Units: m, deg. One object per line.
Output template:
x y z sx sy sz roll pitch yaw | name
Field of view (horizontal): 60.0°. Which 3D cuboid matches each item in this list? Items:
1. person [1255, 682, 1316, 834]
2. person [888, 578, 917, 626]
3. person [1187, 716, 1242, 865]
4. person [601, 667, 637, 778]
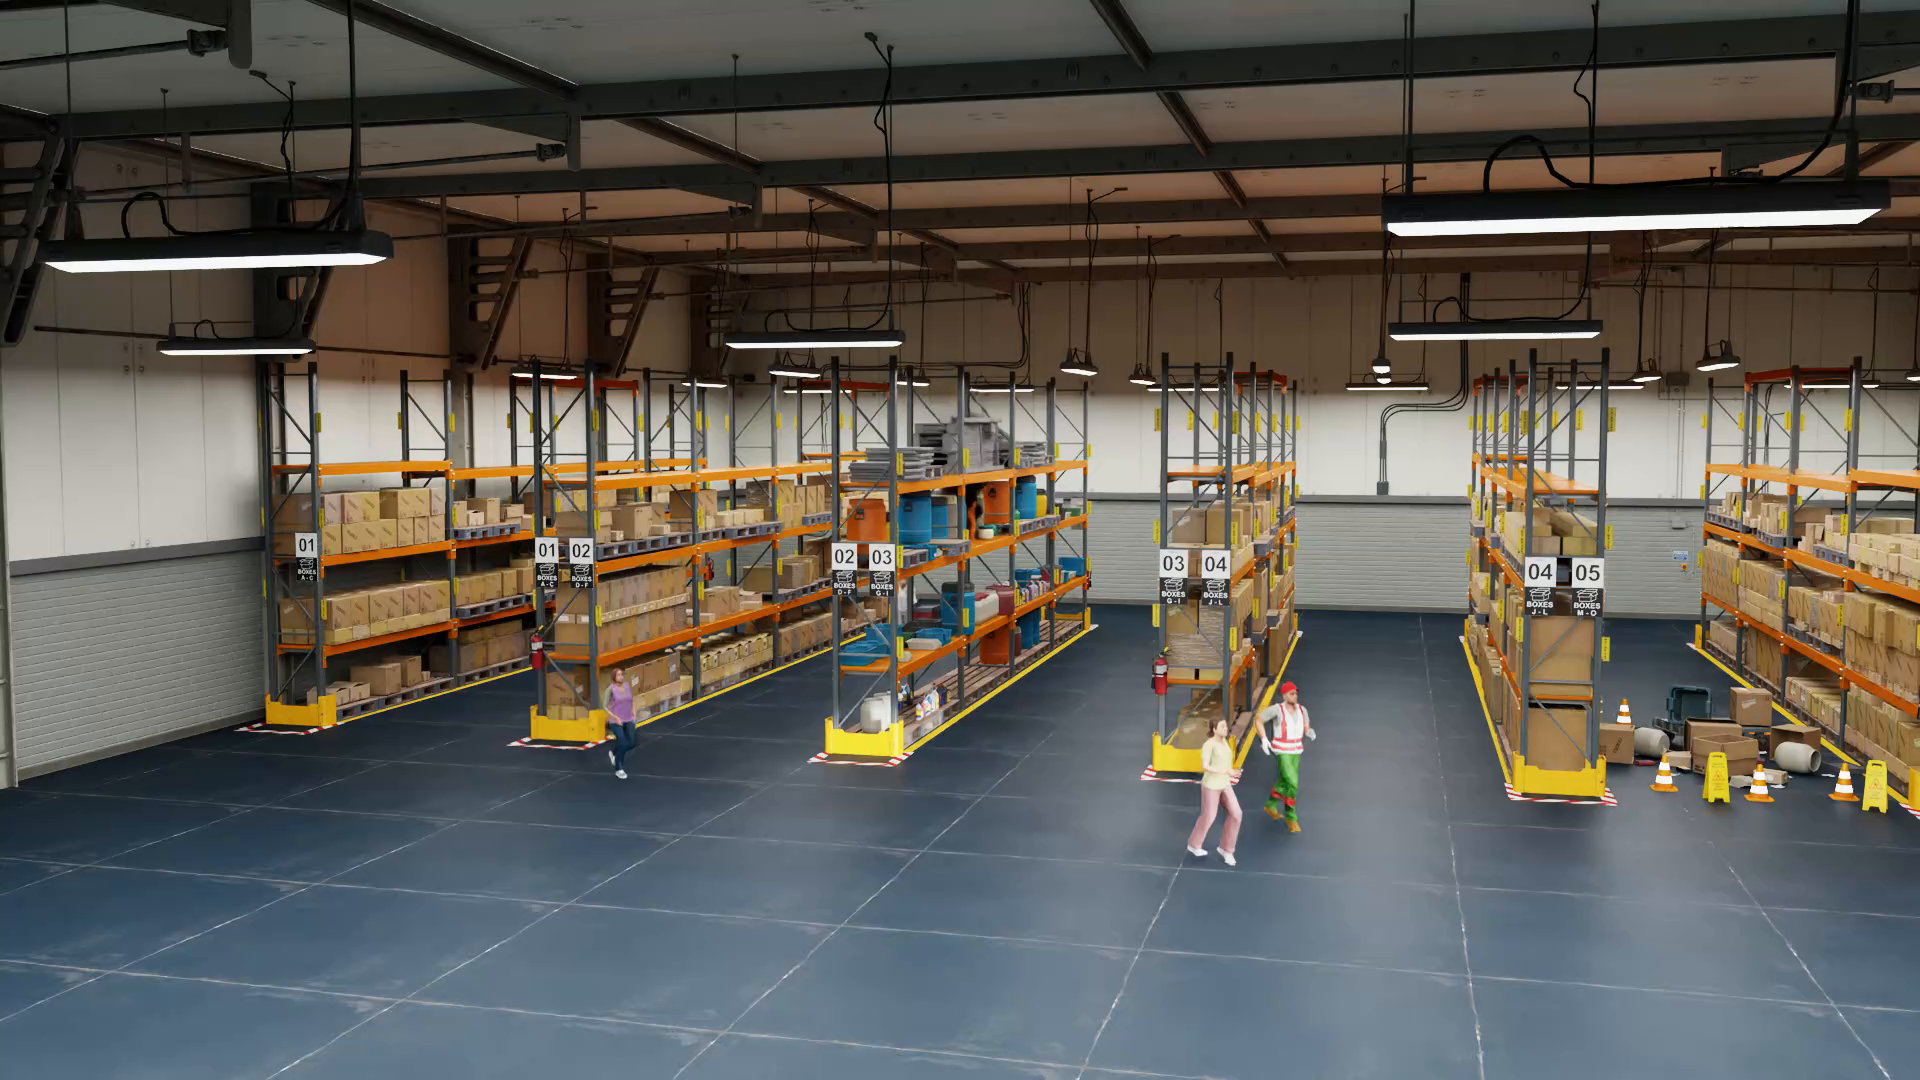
4.052 2.665 20.606 0.638 1.841 0.809 -3 5 -32 | person
-1.276 1.592 36.779 0.646 1.666 0.710 0 4 7 | person
2.914 2.855 18.933 0.591 1.737 0.715 -4 6 -44 | person
-4.821 2.577 23.538 0.488 1.566 0.541 4 6 44 | person
